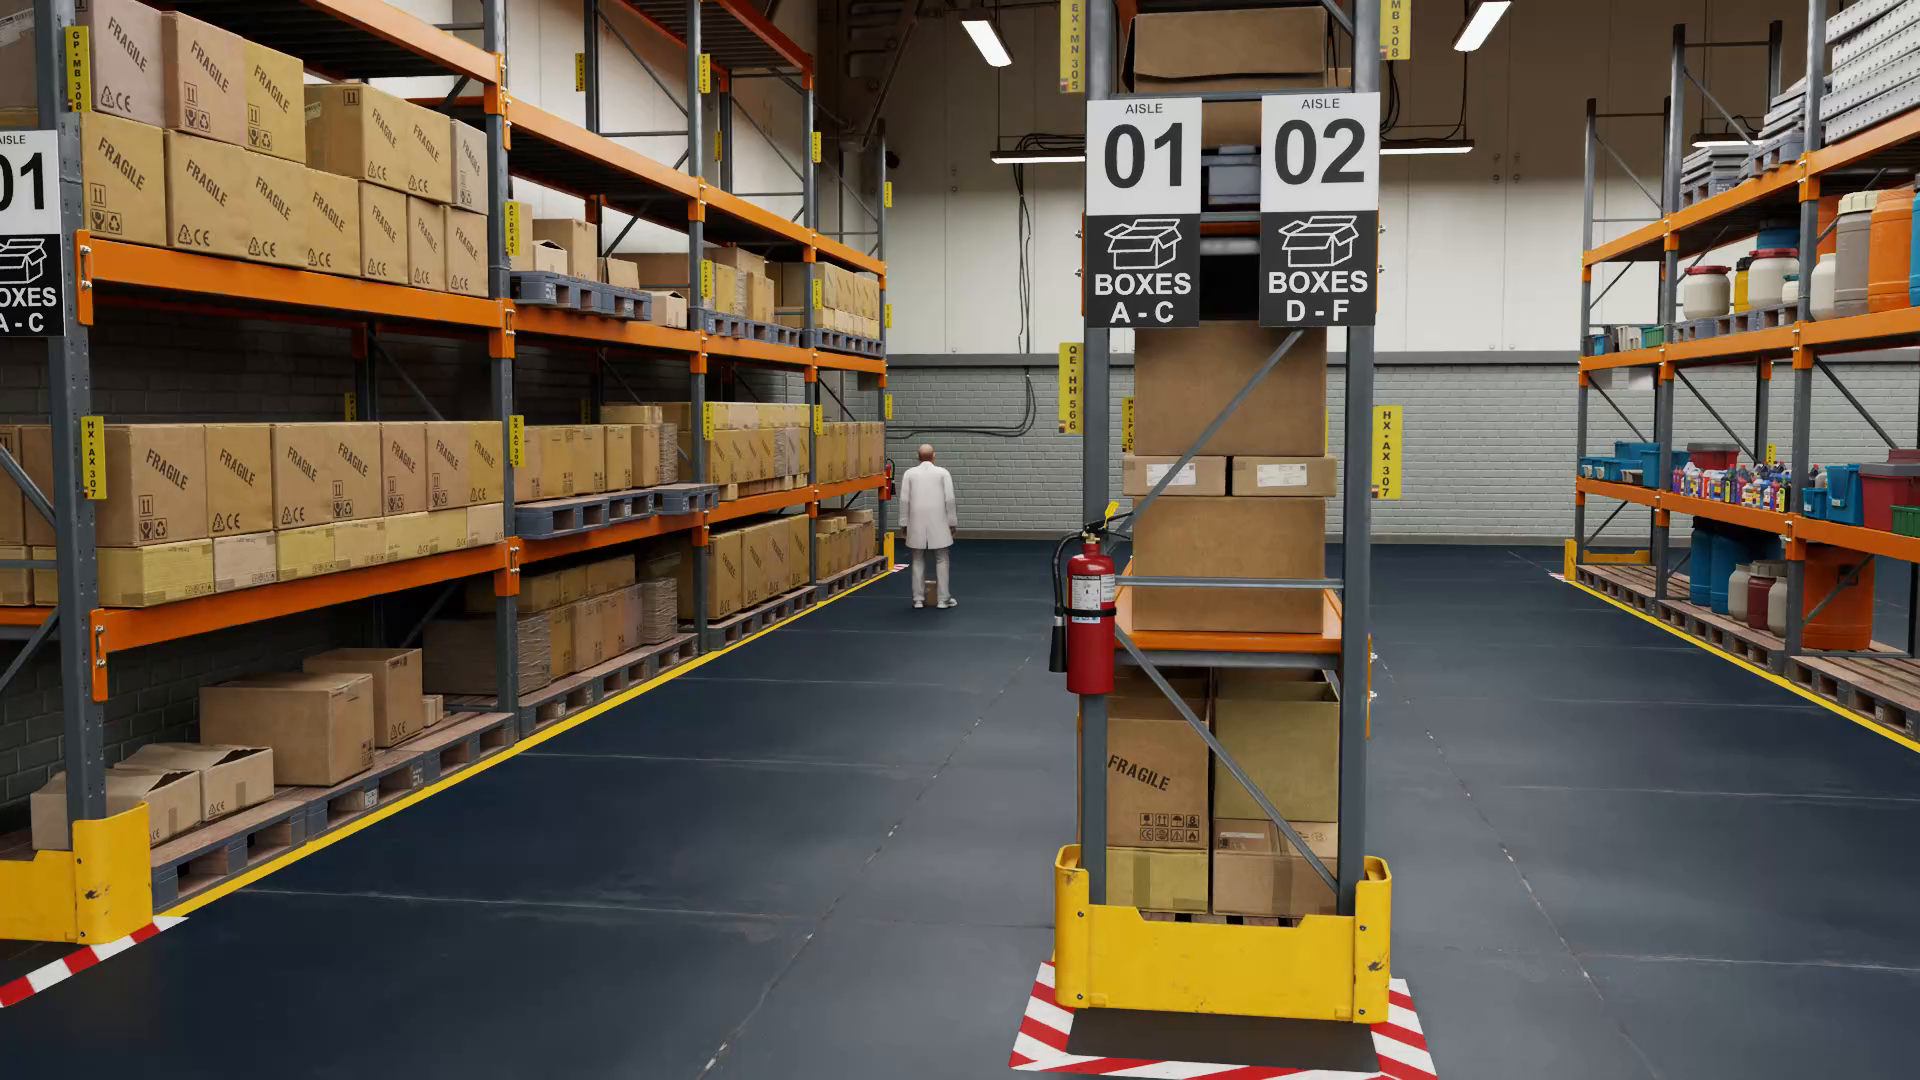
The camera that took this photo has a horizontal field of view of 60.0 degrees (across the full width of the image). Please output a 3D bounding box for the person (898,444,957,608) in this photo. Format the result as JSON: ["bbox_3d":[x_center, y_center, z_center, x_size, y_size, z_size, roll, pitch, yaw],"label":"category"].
[{"bbox_3d":[-0.350,-0.152,18.086,0.645,1.772,0.429,0,4,5],"label":"person"}]
